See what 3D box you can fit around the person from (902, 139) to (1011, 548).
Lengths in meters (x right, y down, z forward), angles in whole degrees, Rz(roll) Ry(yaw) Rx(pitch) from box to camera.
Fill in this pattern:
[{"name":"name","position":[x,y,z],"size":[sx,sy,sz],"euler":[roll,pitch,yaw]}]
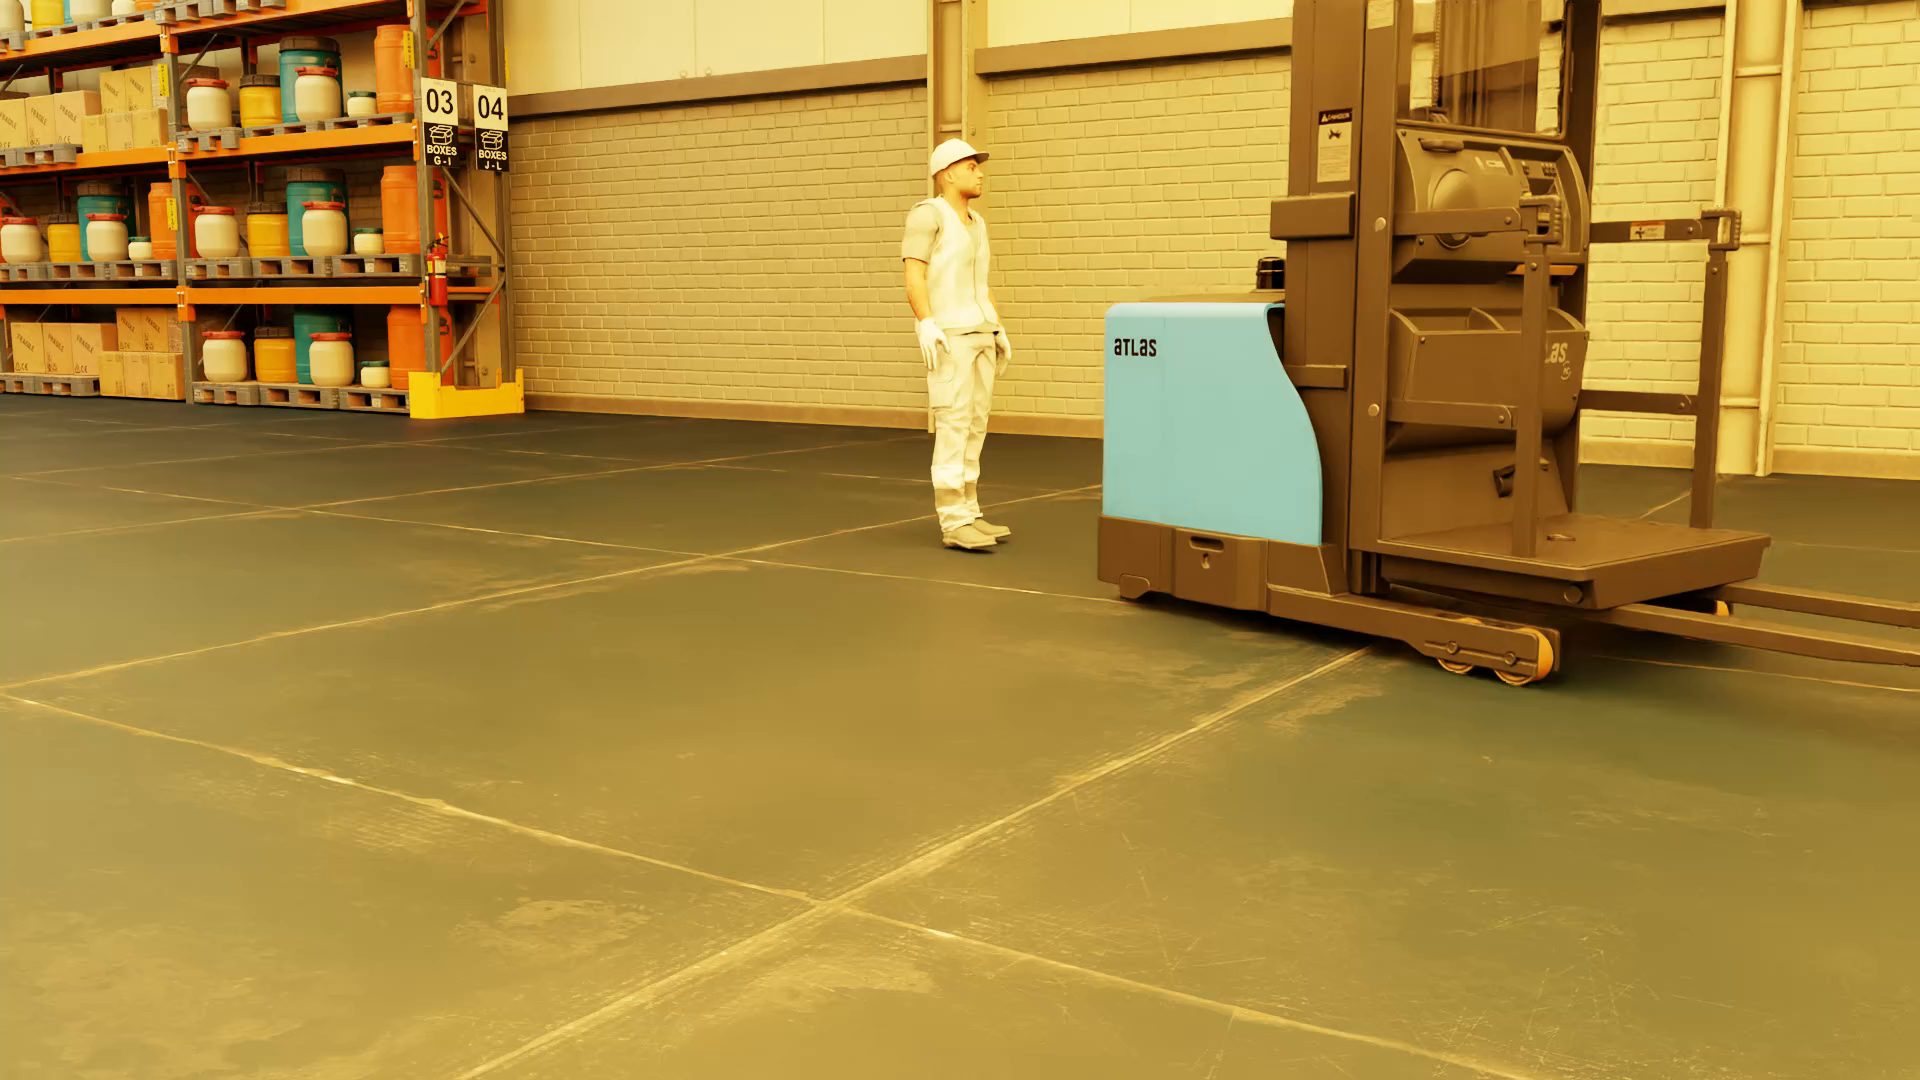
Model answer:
[{"name":"person","position":[0.060,-0.885,7.422],"size":[0.562,1.790,0.637],"euler":[5,10,34]}]

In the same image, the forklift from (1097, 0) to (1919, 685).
[{"name":"forklift","position":[1.812,-1.118,5.052],"size":[1.130,2.935,3.031],"euler":[-6,10,-38]}]
